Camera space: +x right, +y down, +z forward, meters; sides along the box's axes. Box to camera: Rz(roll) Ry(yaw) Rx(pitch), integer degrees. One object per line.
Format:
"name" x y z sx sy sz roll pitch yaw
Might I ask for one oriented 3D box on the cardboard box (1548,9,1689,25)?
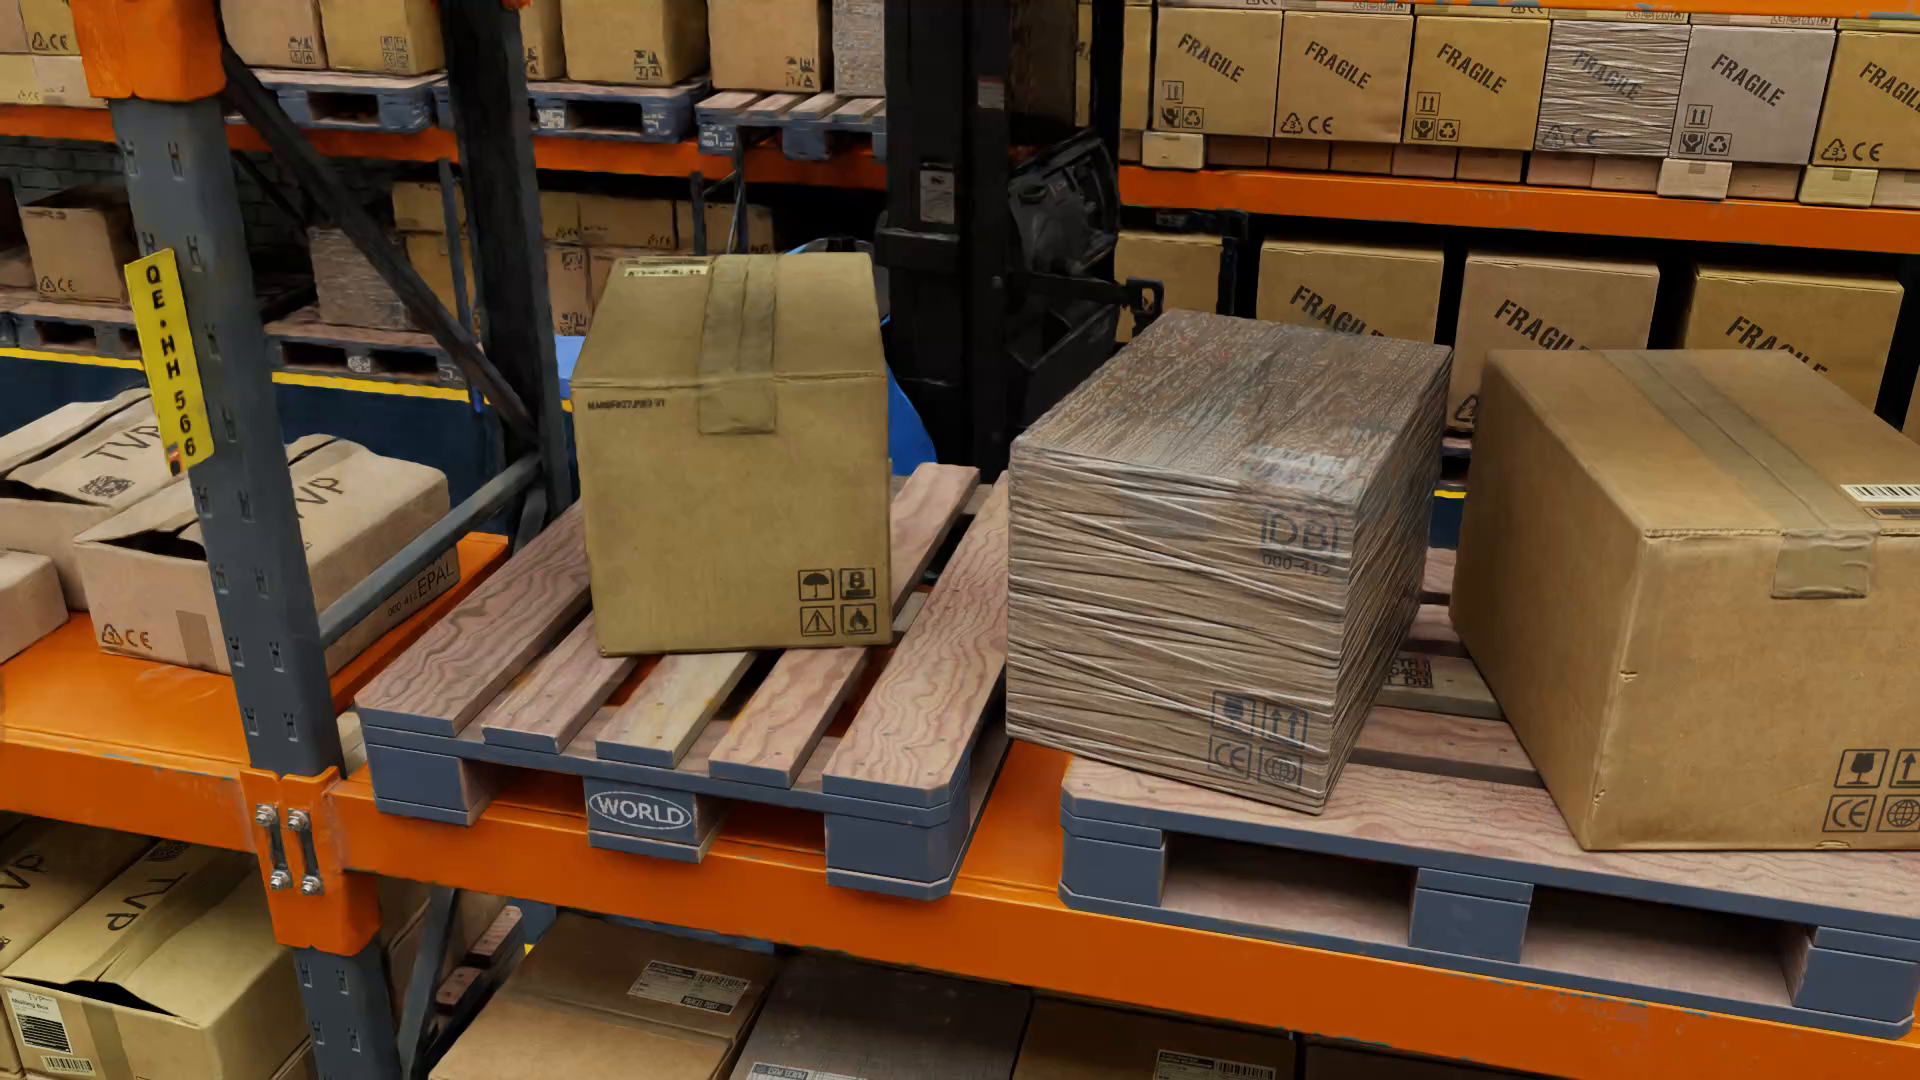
"cardboard box" 2.569 -2.188 6.498 0.500 0.250 0.500 7 26 14

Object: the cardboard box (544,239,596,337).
"cardboard box" -1.962 -1.353 8.498 0.500 0.500 0.700 7 26 14

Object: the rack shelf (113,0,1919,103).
"rack shelf" 0.904 -0.785 2.256 4.000 0.370 1.077 6 26 13

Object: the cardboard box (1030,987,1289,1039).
"cardboard box" 0.433 1.018 3.517 0.500 0.500 0.500 5 26 11

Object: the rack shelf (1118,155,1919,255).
"rack shelf" 2.134 -1.493 7.234 4.000 0.370 1.077 6 26 13

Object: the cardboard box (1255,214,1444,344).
"cardboard box" 1.724 -1.021 7.418 0.750 0.750 0.750 6 26 13

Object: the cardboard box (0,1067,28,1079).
"cardboard box" -2.103 1.074 3.715 0.500 0.250 0.500 6 26 12

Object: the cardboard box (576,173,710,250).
"cardboard box" -1.549 -1.636 8.221 0.500 0.250 0.500 6 26 13

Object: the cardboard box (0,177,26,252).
"cardboard box" -5.653 -1.687 9.199 0.500 0.500 0.700 5 26 10

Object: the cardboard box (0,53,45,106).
"cardboard box" -4.691 -2.383 8.417 0.500 0.250 0.500 6 26 13

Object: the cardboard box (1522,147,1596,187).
"cardboard box" 2.454 -1.572 6.832 0.250 0.149 0.380 6 26 12

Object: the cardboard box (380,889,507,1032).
"cardboard box" -1.467 0.904 4.072 0.500 0.250 0.500 6 26 13

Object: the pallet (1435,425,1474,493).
"pallet" 2.120 -0.526 7.609 1.213 0.211 1.003 6 26 13

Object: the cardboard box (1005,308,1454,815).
"cardboard box" 0.444 -0.006 2.669 0.500 0.500 0.700 11 28 23

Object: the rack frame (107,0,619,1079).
"rack frame" -1.033 0.031 3.196 0.127 3.000 1.000 6 26 13

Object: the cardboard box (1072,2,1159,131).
"cardboard box" 0.604 -2.062 7.106 0.500 0.500 0.500 7 26 15

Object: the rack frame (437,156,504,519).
"rack frame" -1.913 -0.872 6.836 0.032 1.500 0.500 6 26 12

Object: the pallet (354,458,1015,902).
"pallet" -0.359 0.161 3.146 1.003 0.211 1.213 6 26 13

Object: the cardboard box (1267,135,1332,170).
"cardboard box" 1.465 -1.702 7.104 0.250 0.149 0.380 7 26 14

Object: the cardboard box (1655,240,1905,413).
"cardboard box" 3.410 -0.838 7.034 0.750 0.750 0.750 7 26 14

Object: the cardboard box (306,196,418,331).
"cardboard box" -2.960 -1.458 8.720 0.500 0.500 0.700 7 26 15

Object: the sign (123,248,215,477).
"sign" -1.168 -0.261 2.461 0.005 0.325 0.100 6 26 13

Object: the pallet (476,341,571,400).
"pallet" -1.737 -0.989 8.581 1.213 0.211 1.003 6 26 13

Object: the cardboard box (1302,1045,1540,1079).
"cardboard box" 0.837 1.291 2.944 0.500 0.500 0.500 5 26 11

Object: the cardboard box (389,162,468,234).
"cardboard box" -2.532 -1.751 8.463 0.500 0.250 0.500 6 26 12

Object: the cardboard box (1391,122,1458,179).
"cardboard box" 1.947 -1.636 6.967 0.250 0.149 0.380 6 26 13

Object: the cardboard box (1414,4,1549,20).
"cardboard box" 2.075 -2.242 6.612 0.500 0.250 0.500 6 26 12

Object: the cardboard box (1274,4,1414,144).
"cardboard box" 1.589 -1.949 6.868 0.500 0.500 0.500 6 26 13

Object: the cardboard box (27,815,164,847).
"cardboard box" -1.978 0.598 4.062 0.500 0.311 0.500 6 26 12

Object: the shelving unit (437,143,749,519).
"shelving unit" -1.417 -0.823 6.734 1.048 1.500 0.538 6 26 12

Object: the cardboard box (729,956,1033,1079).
"cardboard box" -0.155 1.182 3.174 0.500 0.500 0.500 5 26 11

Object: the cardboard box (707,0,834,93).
"cardboard box" -0.808 -2.371 7.612 0.500 0.500 0.700 4 26 8

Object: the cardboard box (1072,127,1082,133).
"cardboard box" 0.459 -1.796 7.302 0.250 0.149 0.380 6 26 12

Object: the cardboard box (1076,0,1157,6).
"cardboard box" 0.601 -2.400 6.944 0.500 0.250 0.500 7 26 14

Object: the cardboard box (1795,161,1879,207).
"cardboard box" 3.423 -1.435 6.544 0.250 0.149 0.380 7 26 14

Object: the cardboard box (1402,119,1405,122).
"cardboard box" 2.077 -1.844 7.403 0.250 0.149 0.380 6 26 12

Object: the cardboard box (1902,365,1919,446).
"cardboard box" 1.756 0.033 2.586 0.500 0.500 0.700 11 27 21

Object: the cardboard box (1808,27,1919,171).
"cardboard box" 3.562 -1.737 6.423 0.500 0.500 0.500 6 26 12

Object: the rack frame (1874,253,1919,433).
"rack frame" 4.071 -1.604 6.629 0.127 3.000 1.000 6 26 13

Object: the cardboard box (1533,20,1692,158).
"cardboard box" 2.581 -1.845 6.649 0.500 0.500 0.500 6 26 13

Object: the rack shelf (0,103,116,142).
"rack shelf" -5.614 -2.350 9.033 4.000 0.370 1.077 6 26 13

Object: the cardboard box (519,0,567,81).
"cardboard box" -2.007 -2.515 7.915 0.500 0.500 0.700 10 27 20

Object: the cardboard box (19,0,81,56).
"cardboard box" -4.211 -2.662 8.131 0.500 0.500 0.500 6 26 13

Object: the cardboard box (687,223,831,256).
"cardboard box" -0.983 -1.261 8.305 0.500 0.500 0.700 6 26 13

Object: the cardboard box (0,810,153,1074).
"cardboard box" -2.106 0.823 3.590 0.500 0.311 0.500 6 26 12

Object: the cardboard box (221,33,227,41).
"cardboard box" -4.078 -2.541 8.749 0.500 0.250 0.500 7 26 14

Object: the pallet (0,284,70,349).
"pallet" -5.521 -1.388 9.420 1.213 0.211 1.003 6 26 13

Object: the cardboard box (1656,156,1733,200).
"cardboard box" 2.913 -1.485 6.649 0.250 0.149 0.380 6 26 13

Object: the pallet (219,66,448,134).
"pallet" -2.973 -2.231 8.170 1.213 0.211 1.003 6 26 13

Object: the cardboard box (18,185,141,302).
"cardboard box" -4.692 -1.625 9.070 0.500 0.500 0.500 4 26 9

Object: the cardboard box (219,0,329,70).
"cardboard box" -3.192 -2.635 8.168 0.500 0.500 0.700 6 26 13

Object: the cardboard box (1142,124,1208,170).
"cardboard box" 0.937 -1.702 7.104 0.250 0.149 0.380 7 26 15

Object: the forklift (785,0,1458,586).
"forklift" 0.560 -1.172 5.802 3.031 2.935 1.130 11 28 22

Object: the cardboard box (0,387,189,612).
"cardboard box" -1.851 -0.106 3.586 0.500 0.311 0.500 6 26 12

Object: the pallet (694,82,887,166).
"pallet" -0.519 -1.977 7.637 1.003 0.211 1.213 6 26 13
